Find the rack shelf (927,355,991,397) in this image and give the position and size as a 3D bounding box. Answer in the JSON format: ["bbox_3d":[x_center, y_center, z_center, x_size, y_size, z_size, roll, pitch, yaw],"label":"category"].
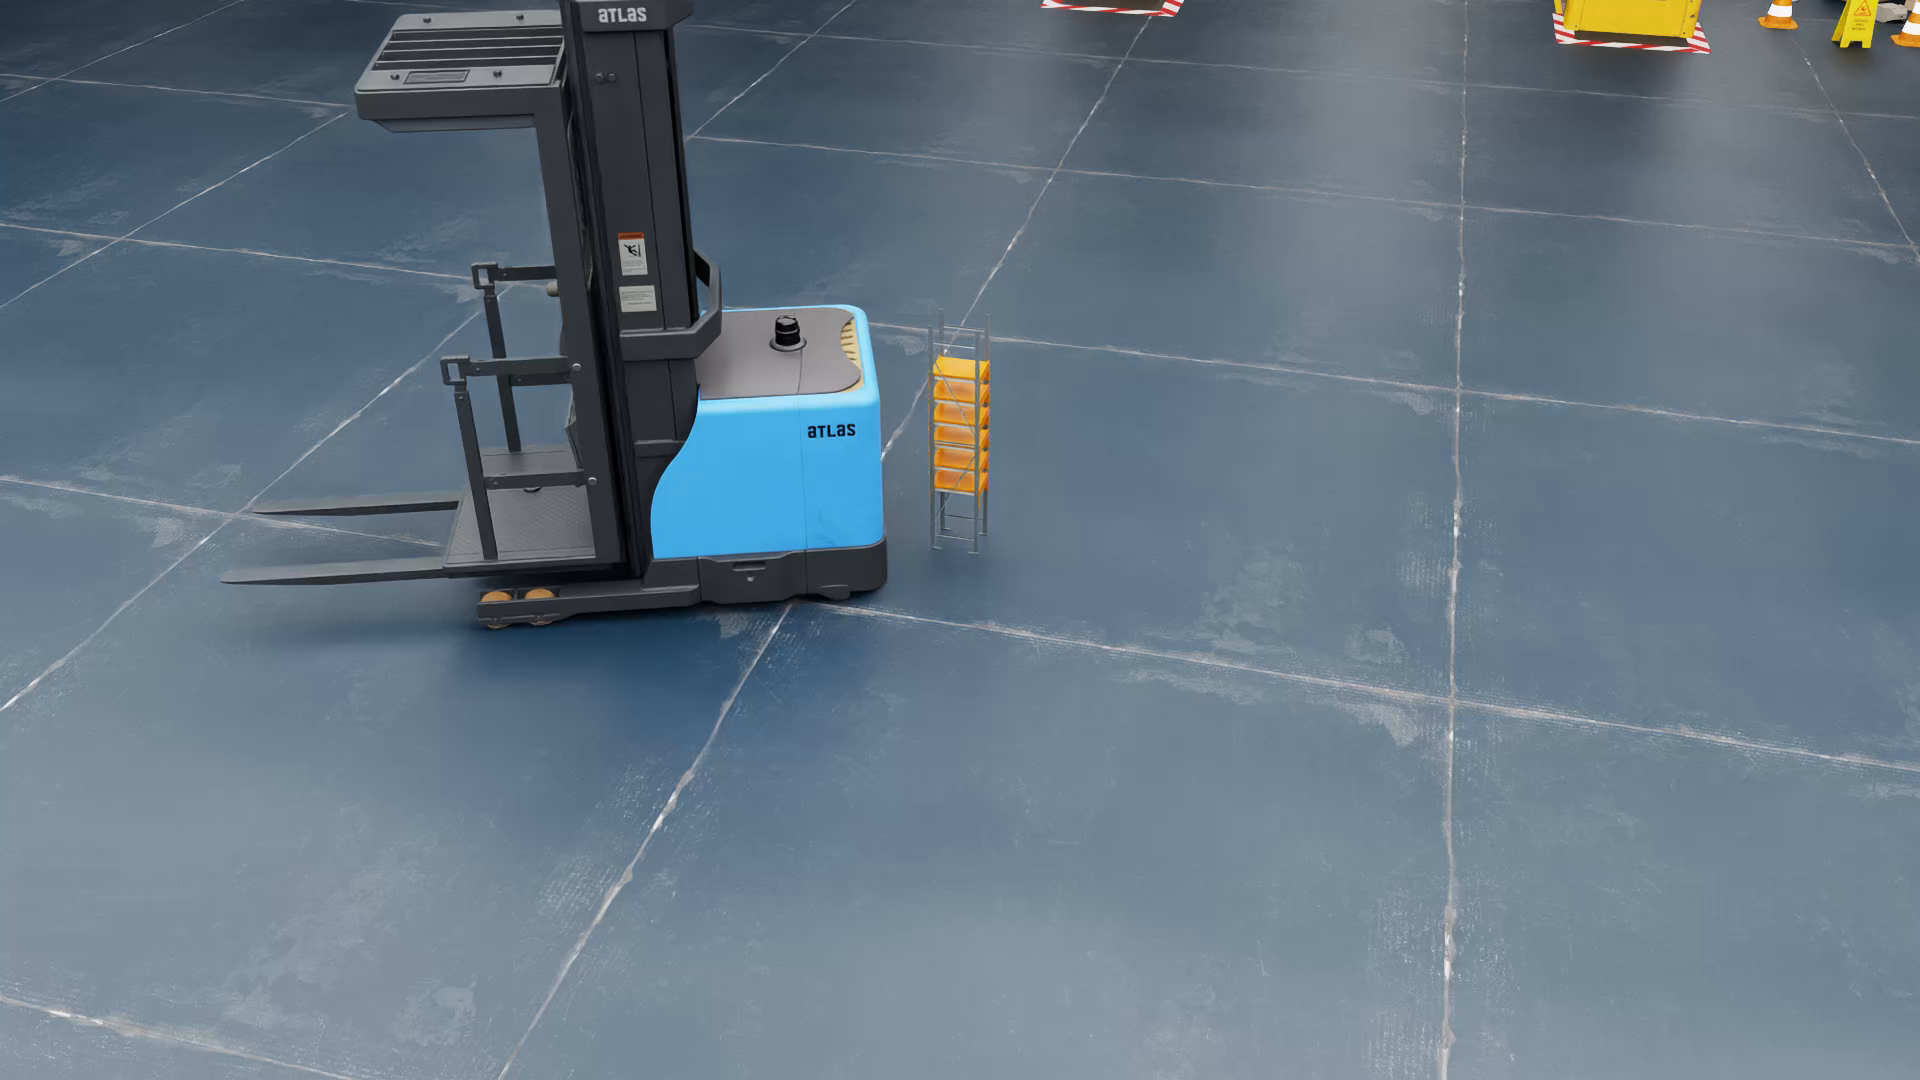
[{"bbox_3d":[-0.004,-0.765,7.747,0.258,0.103,0.180,8,33,12],"label":"rack shelf"}]

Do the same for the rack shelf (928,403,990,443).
[{"bbox_3d":[-0.004,-0.563,7.876,0.258,0.103,0.180,8,33,12],"label":"rack shelf"}]

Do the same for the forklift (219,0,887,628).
[{"bbox_3d":[-1.896,-1.133,7.301,3.031,2.935,1.130,-4,33,-6],"label":"forklift"}]

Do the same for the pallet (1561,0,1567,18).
[{"bbox_3d":[6.541,-5.433,16.600,1.003,0.211,1.213,8,33,12],"label":"pallet"}]

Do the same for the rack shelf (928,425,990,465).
[{"bbox_3d":[-0.004,-0.461,7.940,0.258,0.103,0.180,8,33,12],"label":"rack shelf"}]

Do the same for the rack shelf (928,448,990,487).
[{"bbox_3d":[-0.004,-0.360,8.005,0.258,0.103,0.180,8,33,12],"label":"rack shelf"}]

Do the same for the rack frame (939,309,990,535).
[{"bbox_3d":[0.020,-0.546,7.991,0.240,1.200,0.006,8,33,12],"label":"rack frame"}]

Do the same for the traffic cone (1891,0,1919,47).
[{"bbox_3d":[8.928,-4.866,15.472,0.336,0.463,0.334,8,33,12],"label":"traffic cone"}]

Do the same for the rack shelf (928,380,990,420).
[{"bbox_3d":[-0.004,-0.664,7.811,0.258,0.103,0.180,8,33,12],"label":"rack shelf"}]

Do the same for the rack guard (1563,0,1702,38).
[{"bbox_3d":[6.407,-5.117,15.833,1.175,0.500,0.348,8,33,12],"label":"rack guard"}]

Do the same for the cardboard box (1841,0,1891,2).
[{"bbox_3d":[9.224,-5.765,16.850,0.797,0.503,0.637,-14,35,-21],"label":"cardboard box"}]

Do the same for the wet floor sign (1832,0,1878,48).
[{"bbox_3d":[8.321,-4.906,15.366,0.267,0.644,0.232,3,33,4],"label":"wet floor sign"}]

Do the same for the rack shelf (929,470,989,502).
[{"bbox_3d":[-0.004,-0.259,8.069,0.258,0.103,0.180,8,33,12],"label":"rack shelf"}]

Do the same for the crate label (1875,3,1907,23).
[{"bbox_3d":[9.068,-5.145,16.215,0.250,0.136,0.298,-8,33,-13],"label":"crate label"}]

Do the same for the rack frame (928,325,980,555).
[{"bbox_3d":[-0.027,-0.451,7.842,0.240,1.200,0.006,8,33,12],"label":"rack frame"}]

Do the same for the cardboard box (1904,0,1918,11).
[{"bbox_3d":[9.606,-5.315,16.471,0.380,0.149,0.250,28,42,36],"label":"cardboard box"}]

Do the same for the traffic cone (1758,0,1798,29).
[{"bbox_3d":[7.922,-5.196,15.992,0.336,0.463,0.334,8,33,12],"label":"traffic cone"}]

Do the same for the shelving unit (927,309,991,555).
[{"bbox_3d":[-0.004,-0.499,7.916,0.258,1.200,0.189,8,33,12],"label":"shelving unit"}]
